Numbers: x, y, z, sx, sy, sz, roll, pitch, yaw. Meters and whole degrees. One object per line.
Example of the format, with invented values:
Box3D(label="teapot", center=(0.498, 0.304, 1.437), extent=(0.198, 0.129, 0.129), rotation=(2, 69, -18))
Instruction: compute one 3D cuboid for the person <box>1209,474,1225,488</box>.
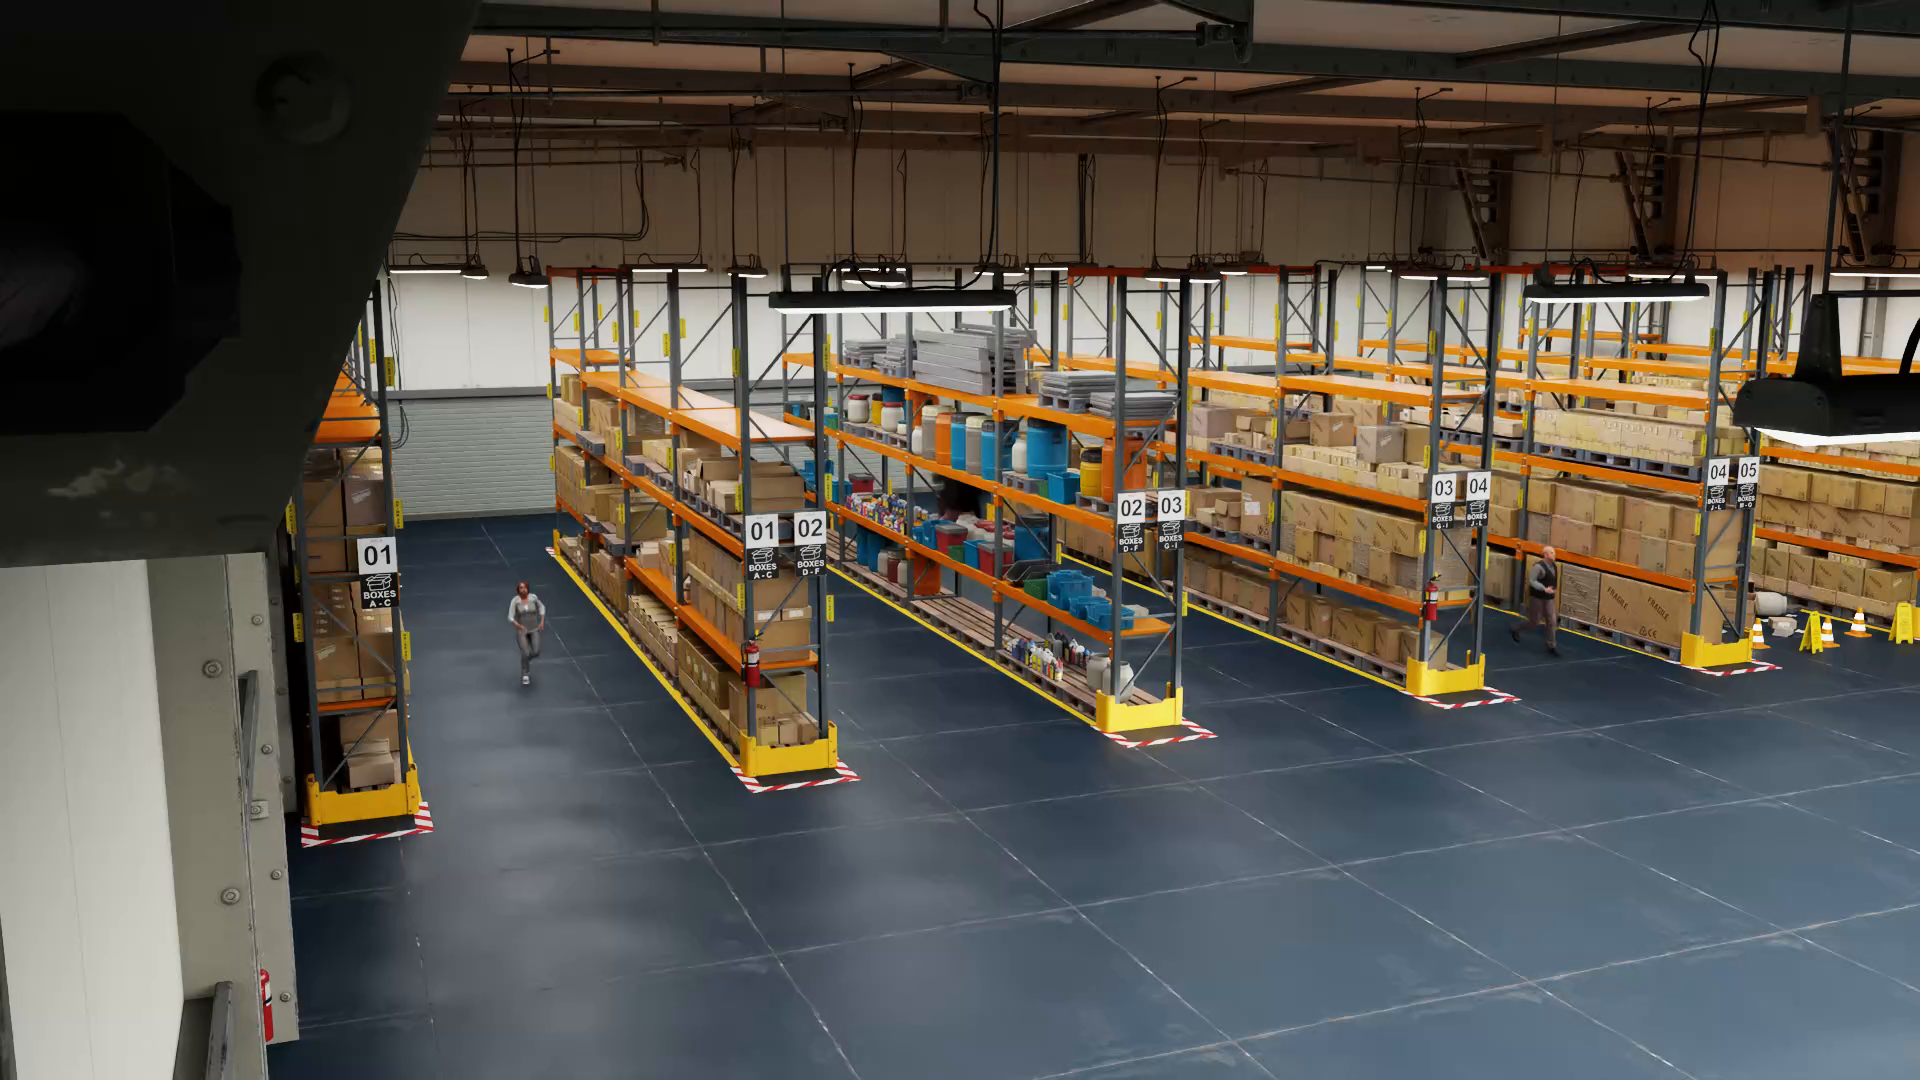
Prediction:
Box3D(label="person", center=(6.381, -1.706, 41.463), extent=(0.695, 1.786, 0.723), rotation=(5, 11, 25))

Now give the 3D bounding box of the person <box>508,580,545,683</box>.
Box3D(label="person", center=(-6.351, 1.356, 24.444), extent=(0.560, 1.558, 0.605), rotation=(-4, 11, -23))

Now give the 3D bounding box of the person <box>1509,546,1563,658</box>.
Box3D(label="person", center=(9.202, 0.938, 26.344), extent=(0.681, 1.718, 0.965), rotation=(-8, 12, -37))
